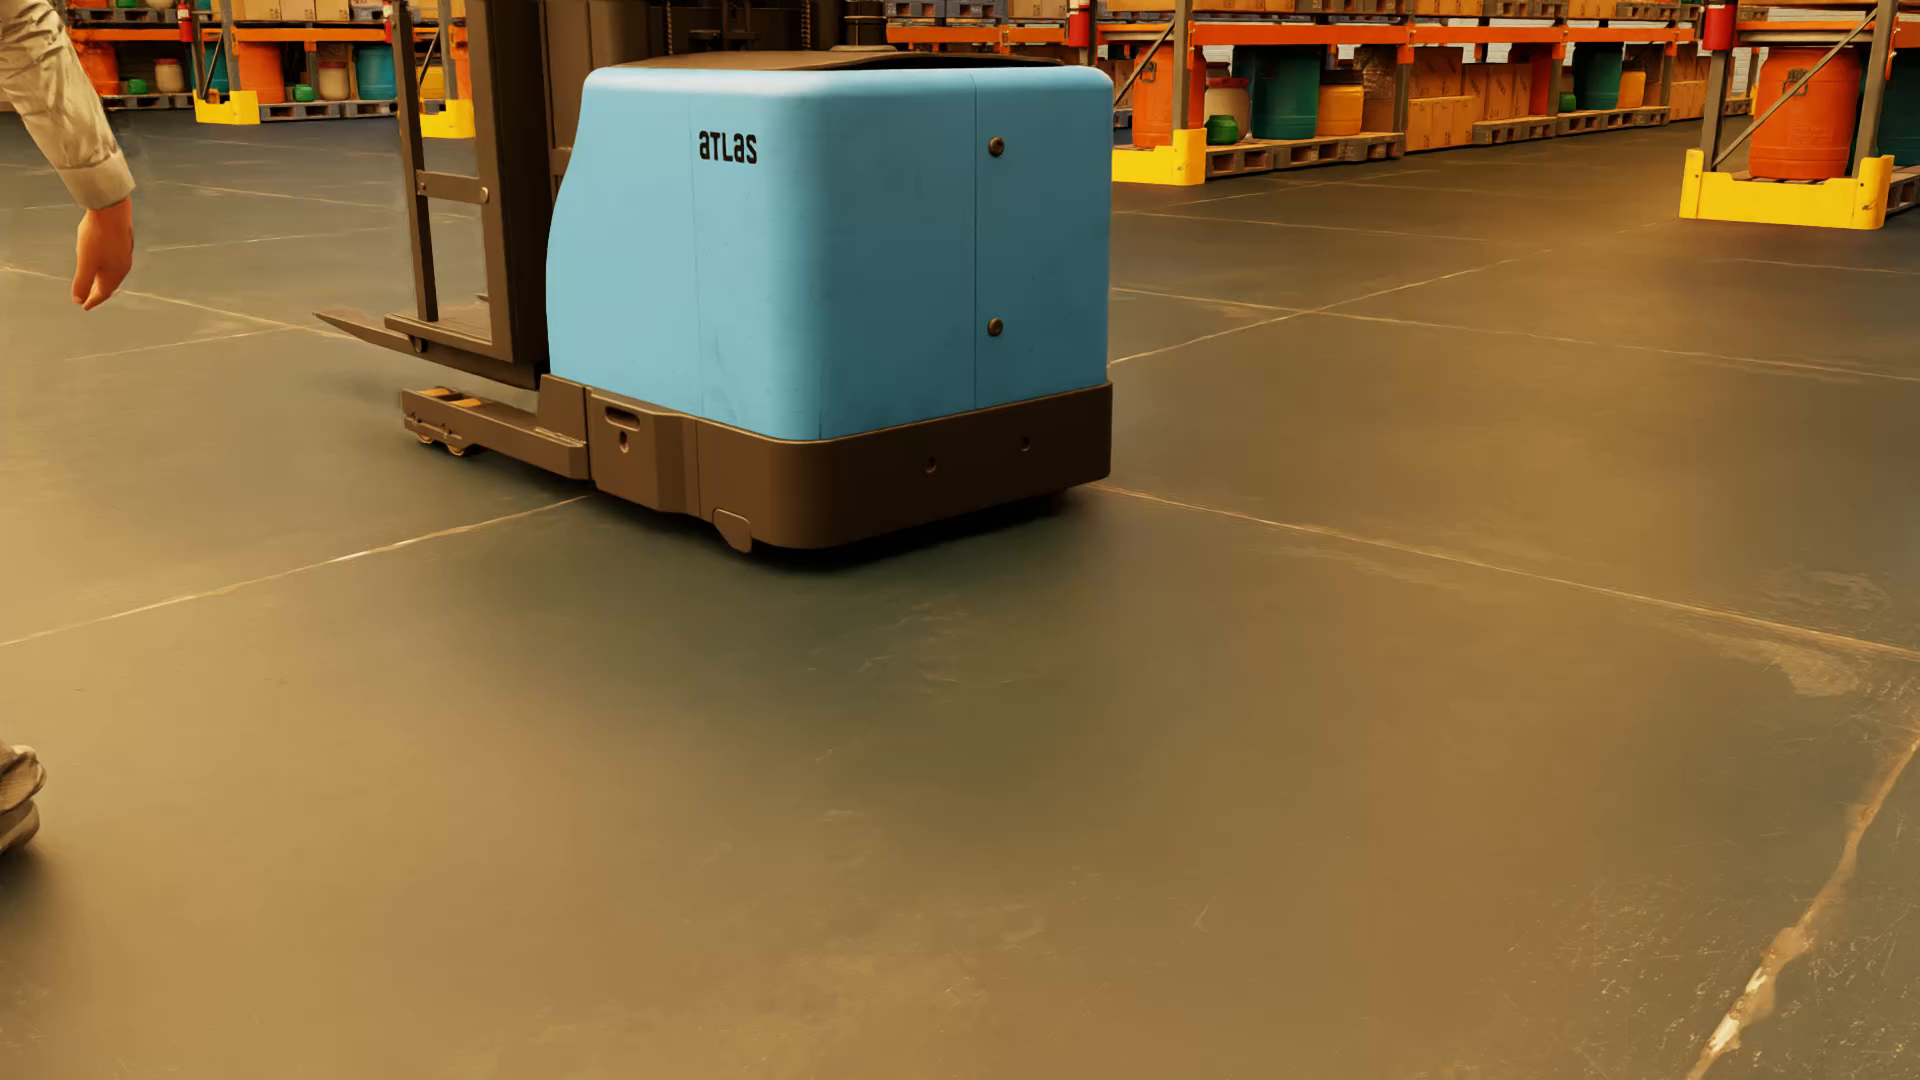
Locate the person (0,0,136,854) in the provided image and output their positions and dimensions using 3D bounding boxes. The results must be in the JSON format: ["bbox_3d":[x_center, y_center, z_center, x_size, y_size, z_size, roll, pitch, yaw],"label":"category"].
[{"bbox_3d":[-1.423,-0.256,1.917,0.556,1.722,0.939,2,17,7],"label":"person"}]

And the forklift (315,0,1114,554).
[{"bbox_3d":[-0.981,-1.727,4.584,1.130,2.935,3.031,-15,22,-40],"label":"forklift"}]
